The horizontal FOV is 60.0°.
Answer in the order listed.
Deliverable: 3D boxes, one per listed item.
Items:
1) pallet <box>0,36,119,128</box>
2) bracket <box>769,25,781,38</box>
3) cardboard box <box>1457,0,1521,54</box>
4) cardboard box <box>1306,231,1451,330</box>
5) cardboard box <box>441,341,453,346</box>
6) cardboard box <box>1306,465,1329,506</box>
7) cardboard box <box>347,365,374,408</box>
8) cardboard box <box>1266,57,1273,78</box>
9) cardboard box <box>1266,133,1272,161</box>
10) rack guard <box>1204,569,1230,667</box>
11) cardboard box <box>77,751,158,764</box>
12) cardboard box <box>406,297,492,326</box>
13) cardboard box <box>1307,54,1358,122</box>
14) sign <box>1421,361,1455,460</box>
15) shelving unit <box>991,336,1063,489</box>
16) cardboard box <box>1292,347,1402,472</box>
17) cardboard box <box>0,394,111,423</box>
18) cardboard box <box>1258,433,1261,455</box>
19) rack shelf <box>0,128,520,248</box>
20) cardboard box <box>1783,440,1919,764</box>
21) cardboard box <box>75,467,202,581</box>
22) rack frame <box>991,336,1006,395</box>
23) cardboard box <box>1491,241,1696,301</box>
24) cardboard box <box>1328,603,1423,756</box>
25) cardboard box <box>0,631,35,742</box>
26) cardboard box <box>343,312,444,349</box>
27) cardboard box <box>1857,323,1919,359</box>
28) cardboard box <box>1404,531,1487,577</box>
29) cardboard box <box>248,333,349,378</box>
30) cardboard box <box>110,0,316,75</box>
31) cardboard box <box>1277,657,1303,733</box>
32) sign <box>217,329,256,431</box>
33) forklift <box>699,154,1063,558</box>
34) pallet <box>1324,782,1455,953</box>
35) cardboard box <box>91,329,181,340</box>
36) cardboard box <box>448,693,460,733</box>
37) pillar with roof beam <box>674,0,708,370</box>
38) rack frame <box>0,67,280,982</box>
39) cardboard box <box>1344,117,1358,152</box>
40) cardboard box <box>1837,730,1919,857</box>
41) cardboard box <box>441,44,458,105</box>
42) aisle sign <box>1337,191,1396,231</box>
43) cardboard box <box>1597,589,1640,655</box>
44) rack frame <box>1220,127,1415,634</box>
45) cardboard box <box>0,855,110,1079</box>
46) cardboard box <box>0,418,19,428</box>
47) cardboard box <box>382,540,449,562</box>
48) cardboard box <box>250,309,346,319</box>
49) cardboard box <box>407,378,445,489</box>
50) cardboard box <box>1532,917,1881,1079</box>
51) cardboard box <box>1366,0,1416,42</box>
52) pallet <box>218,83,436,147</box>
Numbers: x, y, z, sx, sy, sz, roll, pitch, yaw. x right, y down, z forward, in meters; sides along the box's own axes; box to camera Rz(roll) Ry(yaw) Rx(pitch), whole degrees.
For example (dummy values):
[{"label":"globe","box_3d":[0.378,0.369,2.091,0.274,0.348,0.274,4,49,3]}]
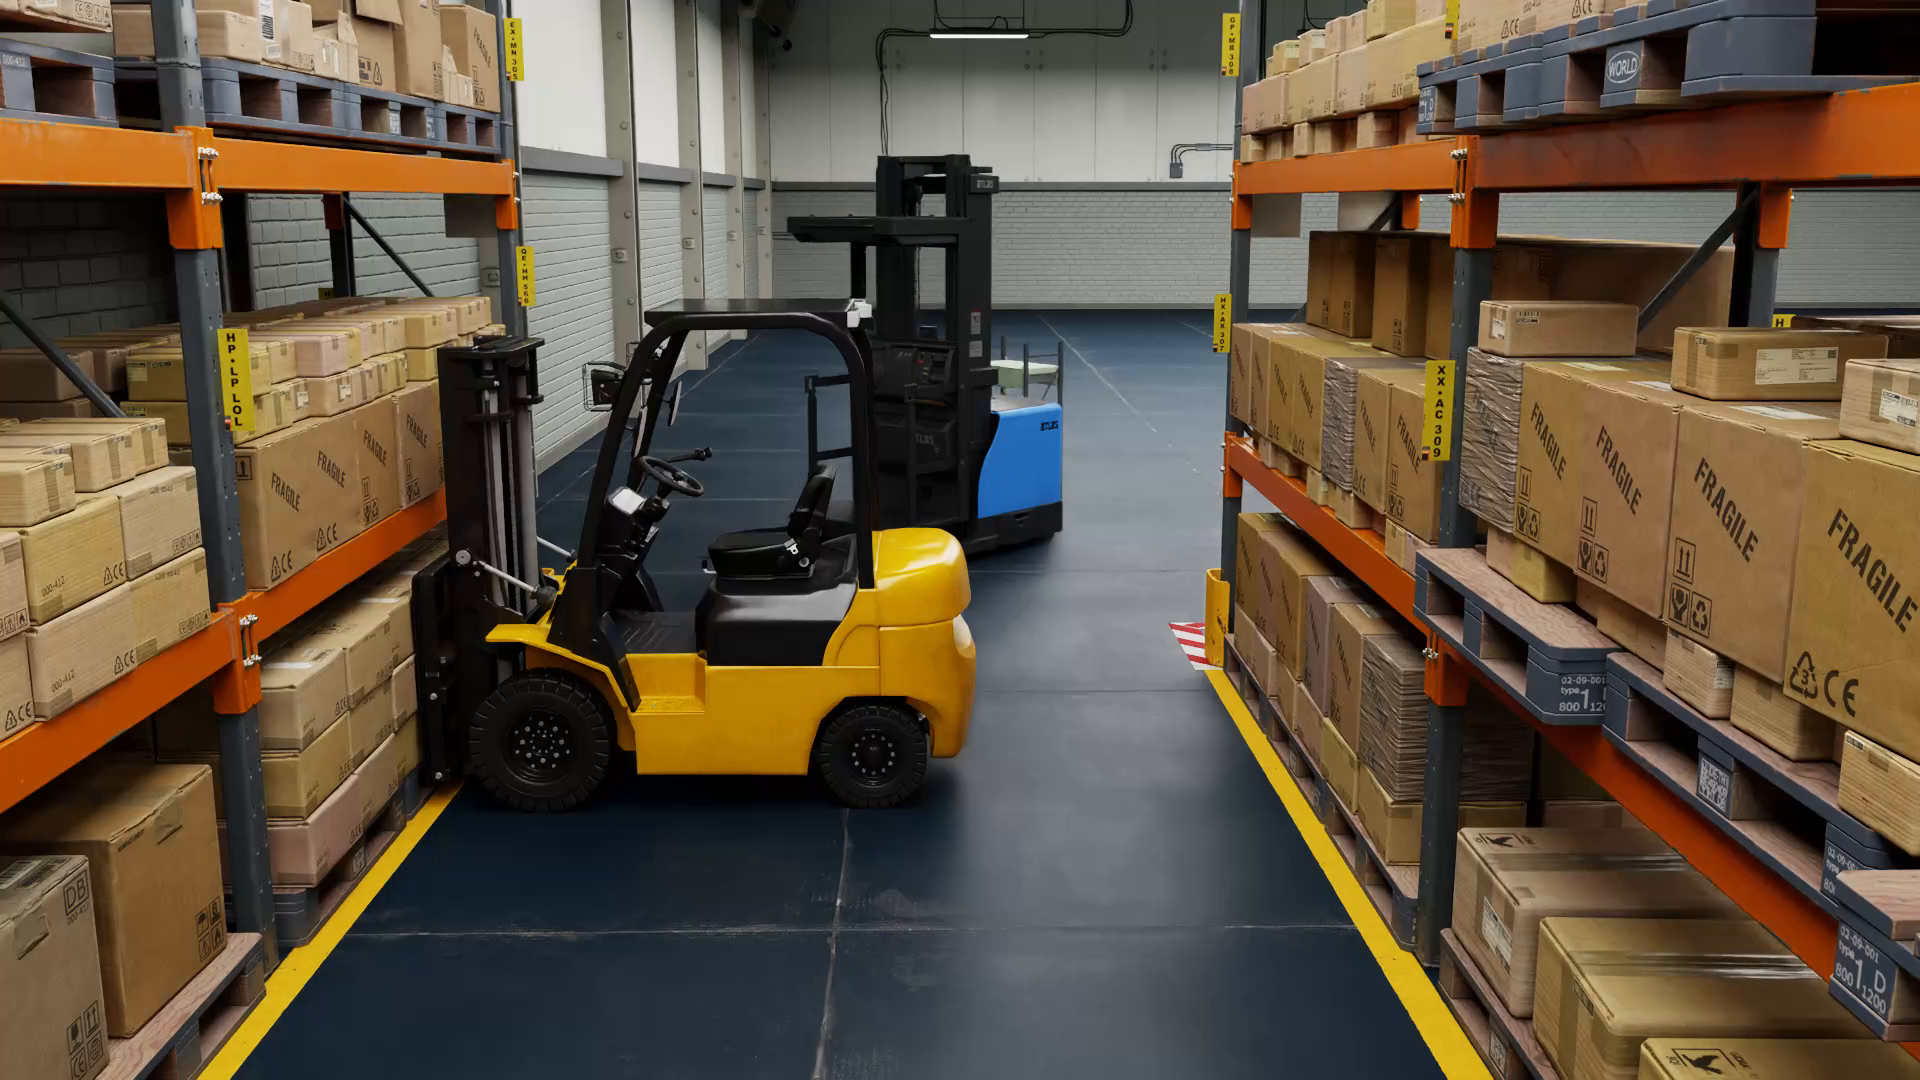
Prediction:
[{"label":"pallet","box_3d":[-2.830,-1.180,4.266,0.805,0.209,1.217,-1,11,-3]},{"label":"bracket","box_3d":[-4.087,-11.218,36.669,0.235,0.232,0.430,0,11,-1]},{"label":"cardboard box","box_3d":[1.712,-1.484,4.608,0.500,0.250,0.500,-1,11,-3]},{"label":"cardboard box","box_3d":[2.247,-1.379,8.798,0.700,0.500,0.500,-1,11,-3]},{"label":"cardboard box","box_3d":[-2.631,-0.868,7.911,0.380,0.149,0.250,-1,11,-3]},{"label":"cardboard box","box_3d":[1.748,-0.243,7.345,0.380,0.149,0.250,0,11,-1]},{"label":"cardboard box","box_3d":[-2.580,-0.615,6.661,0.380,0.149,0.250,0,11,-2]},{"label":"cardboard box","box_3d":[1.822,-2.461,8.728,0.380,0.149,0.250,0,11,-2]},{"label":"cardboard box","box_3d":[1.795,-2.023,8.572,0.380,0.149,0.250,-1,11,-3]},{"label":"rack guard","box_3d":[2.020,0.445,9.607,1.175,0.500,0.348,0,11,-1]},{"label":"cardboard box","box_3d":[-3.077,0.822,6.064,0.500,0.250,0.500,0,11,-2]},{"label":"cardboard box","box_3d":[-2.726,-1.216,8.878,0.380,0.149,0.250,0,11,-1]},{"label":"cardboard box","box_3d":[1.789,-1.932,7.120,0.500,0.250,0.500,0,11,0]},{"label":"sign","box_3d":[1.559,-0.420,5.409,0.100,0.325,0.005,0,11,-1]},{"label":"shelving unit","box_3d":[0.445,-0.900,13.722,0.431,1.500,0.755,-9,14,-37]},{"label":"cardboard box","box_3d":[1.795,-0.589,7.419,0.500,0.500,0.500,0,11,-2]},{"label":"cardboard box","box_3d":[-3.125,-0.408,5.645,0.380,0.149,0.250,0,11,-1]},{"label":"cardboard box","box_3d":[1.762,-0.500,8.612,0.380,0.149,0.250,-1,11,-3]},{"label":"rack shelf","box_3d":[-2.903,-1.494,7.142,1.077,0.370,4.000,0,11,-1]},{"label":"cardboard box","box_3d":[1.863,0.103,2.954,0.500,0.500,0.500,-1,12,-5]},{"label":"cardboard box","box_3d":[-2.596,-0.054,4.899,0.500,0.250,0.500,0,11,-2]},{"label":"rack frame","box_3d":[0.221,-0.957,14.006,0.400,1.500,0.023,-9,14,-37]},{"label":"cardboard box","box_3d":[2.320,-0.875,6.311,0.700,0.500,0.500,0,11,-1]},{"label":"cardboard box","box_3d":[1.808,0.557,6.743,0.500,0.500,0.500,0,11,0]},{"label":"cardboard box","box_3d":[-2.594,0.393,3.956,0.500,0.250,0.500,0,11,-1]},{"label":"cardboard box","box_3d":[-2.600,-0.963,7.629,0.380,0.149,0.250,0,11,0]},{"label":"cardboard box","box_3d":[2.393,-0.436,3.977,0.380,0.149,0.250,-1,11,-4]},{"label":"cardboard box","box_3d":[1.789,0.061,5.847,0.380,0.149,0.250,0,11,-2]},{"label":"cardboard box","box_3d":[-2.584,-0.710,6.382,0.380,0.149,0.250,0,11,0]},{"label":"cardboard box","box_3d":[-2.635,-1.826,5.888,0.500,0.311,0.500,0,11,0]},{"label":"cardboard box","box_3d":[1.785,0.718,7.834,0.500,0.250,0.500,1,11,3]},{"label":"sign","box_3d":[-2.319,-0.511,5.323,0.100,0.325,0.005,0,11,-1]},{"label":"forklift","box_3d":[-0.543,-1.290,12.044,1.130,2.935,3.031,10,15,40]},{"label":"pallet","box_3d":[2.052,1.234,6.448,1.003,0.211,1.213,0,11,-1]},{"label":"cardboard box","box_3d":[-3.206,-0.757,6.616,0.380,0.149,0.250,0,11,-2]},{"label":"cardboard box","box_3d":[-2.583,0.762,7.620,0.500,0.250,0.500,0,11,1]},{"label":"pillar with roof beam","box_3d":[0.101,-7.168,25.756,9.100,9.000,0.400,0,11,-1]},{"label":"rack frame","box_3d":[-2.862,0.021,5.409,1.000,3.000,0.127,0,11,-1]},{"label":"cardboard box","box_3d":[1.853,-1.716,7.060,0.380,0.149,0.250,0,11,-2]},{"label":"cardboard box","box_3d":[1.797,0.441,2.917,0.380,0.149,0.250,0,11,0]},{"label":"cardboard box","box_3d":[-2.618,-2.219,7.938,0.396,0.266,0.258,0,11,-1]},{"label":"aisle sign","box_3d":[2.307,-2.082,9.241,0.394,0.787,0.004,0,11,-1]},{"label":"cardboard box","box_3d":[1.839,0.186,4.175,0.380,0.149,0.250,0,11,0]},{"label":"rack frame","box_3d":[2.018,-0.795,9.433,1.000,3.000,0.127,0,11,-1]},{"label":"cardboard box","box_3d":[-2.831,1.237,4.332,0.875,0.625,0.625,0,11,-2]},{"label":"cardboard box","box_3d":[-3.069,-0.275,4.986,0.380,0.149,0.250,0,11,-2]},{"label":"cardboard box","box_3d":[-2.586,0.170,8.022,0.500,0.250,0.500,0,11,0]},{"label":"cardboard box","box_3d":[-3.139,-1.013,7.875,0.380,0.149,0.250,0,11,1]},{"label":"cardboard box","box_3d":[-2.659,-0.521,7.831,0.500,0.500,0.500,0,11,-2]},{"label":"cardboard box","box_3d":[2.132,1.329,4.515,0.950,0.372,0.625,0,11,2]},{"label":"cardboard box","box_3d":[1.742,-1.954,6.229,0.380,0.149,0.250,0,11,1]},{"label":"pallet","box_3d":[-2.927,-1.817,7.148,1.003,0.211,1.213,0,11,-1]}]
